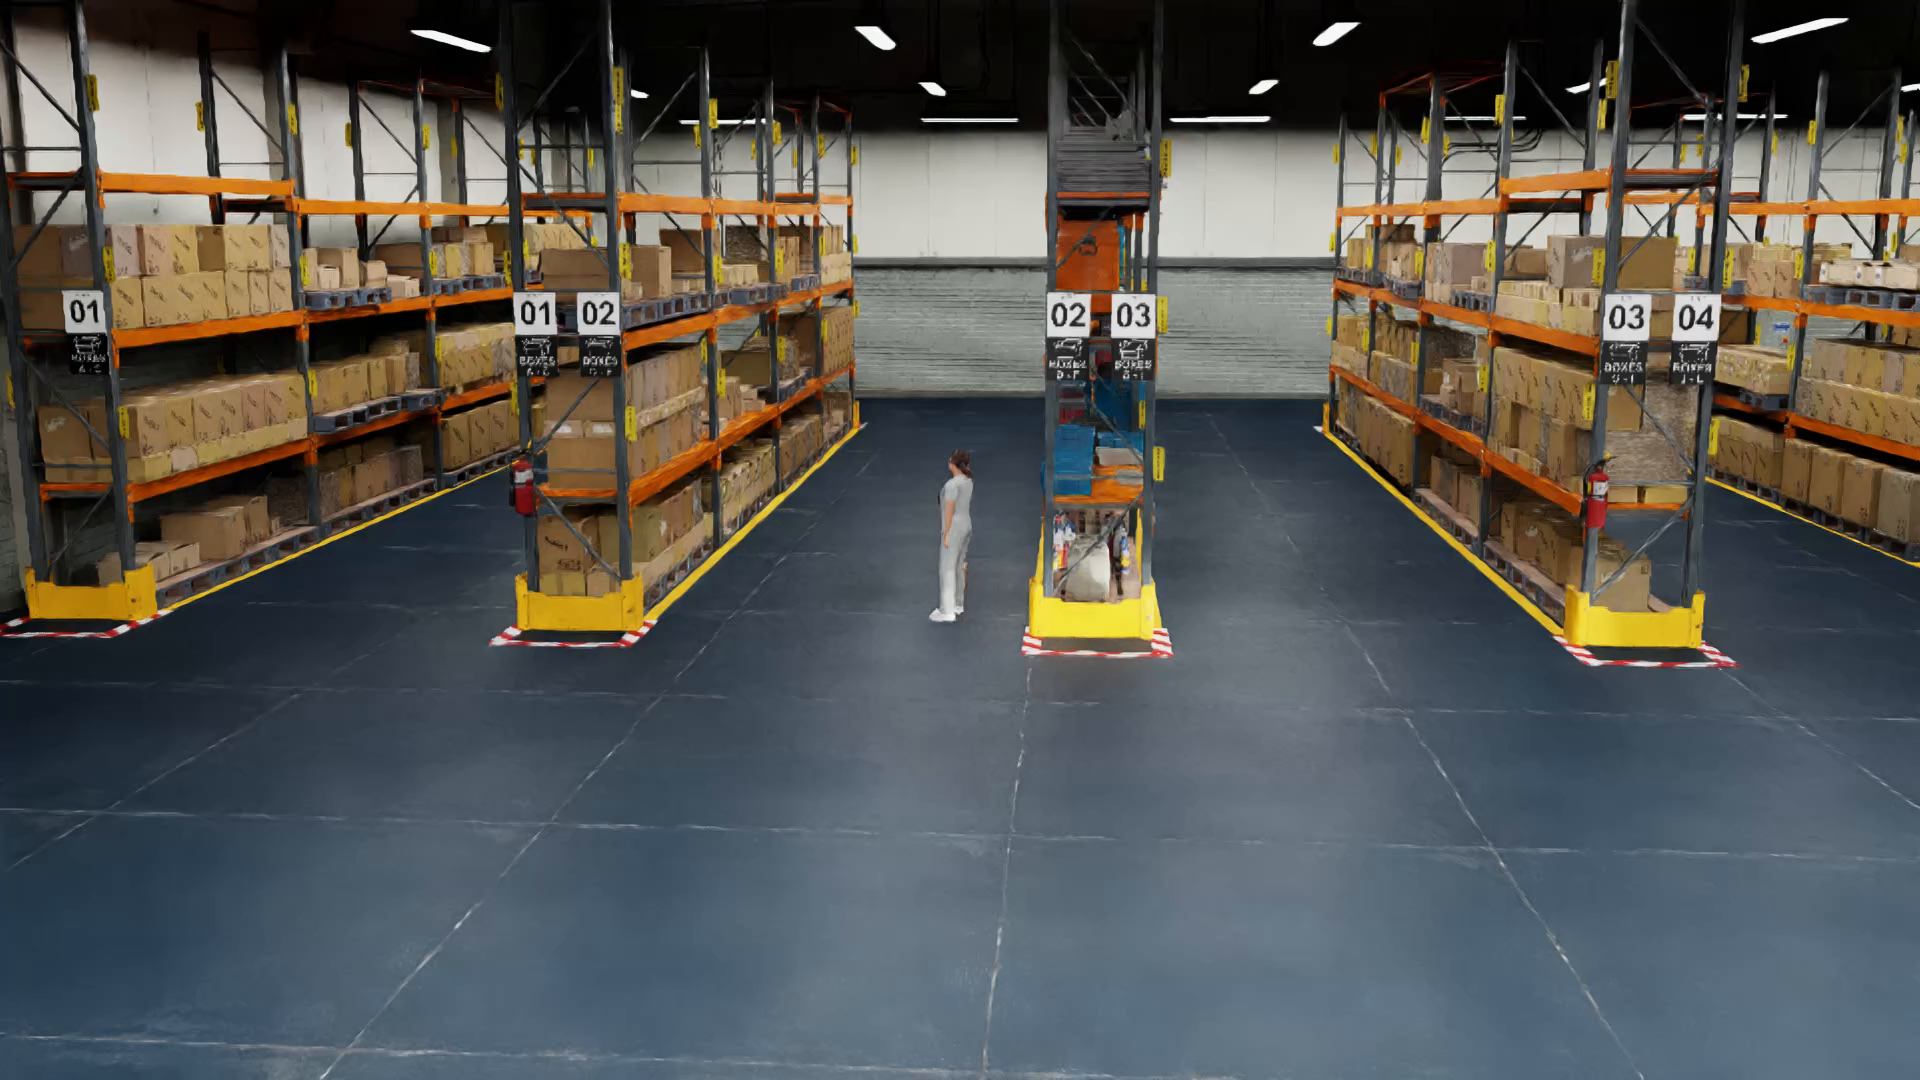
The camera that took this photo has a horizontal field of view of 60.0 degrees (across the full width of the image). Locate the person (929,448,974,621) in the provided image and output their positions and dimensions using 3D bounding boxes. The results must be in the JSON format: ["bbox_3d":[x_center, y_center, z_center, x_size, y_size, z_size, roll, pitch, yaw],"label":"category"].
[{"bbox_3d":[-0.065,-0.060,16.276,0.397,1.674,0.537,5,12,23],"label":"person"}]
